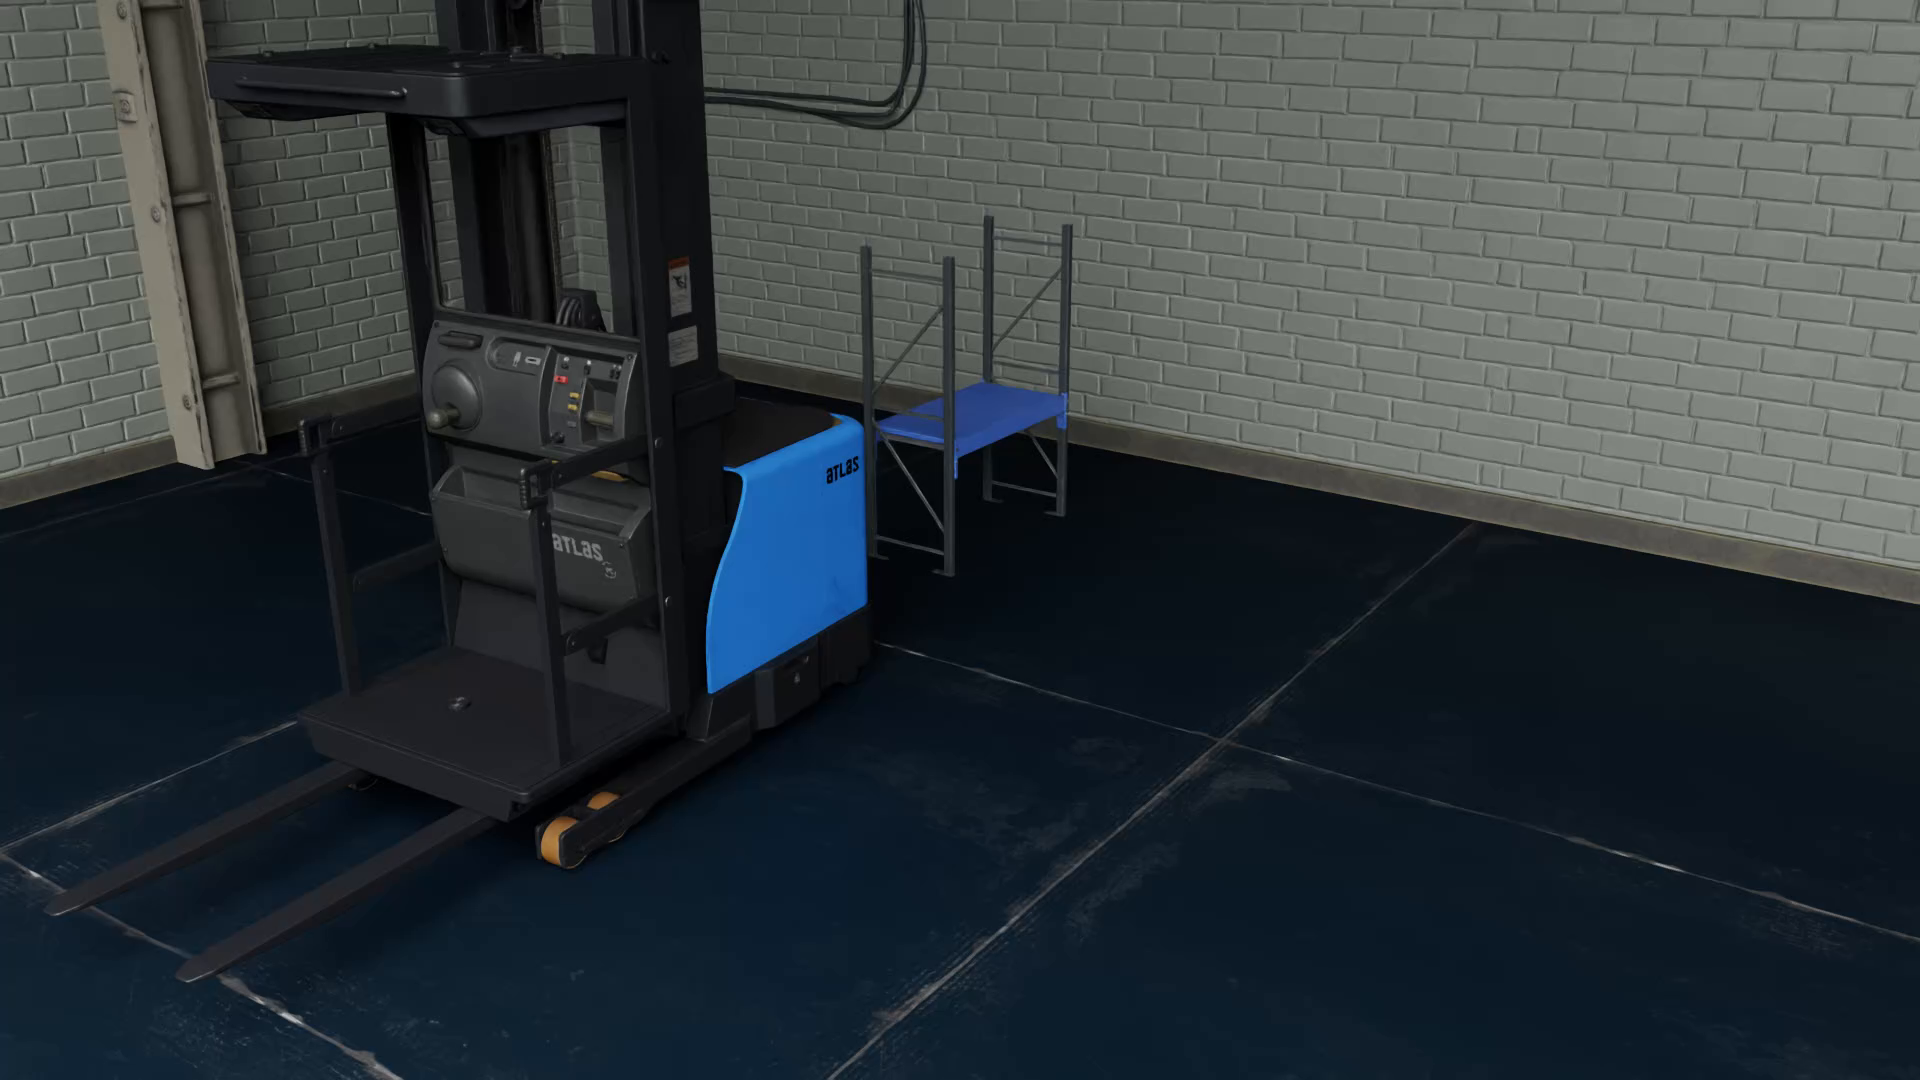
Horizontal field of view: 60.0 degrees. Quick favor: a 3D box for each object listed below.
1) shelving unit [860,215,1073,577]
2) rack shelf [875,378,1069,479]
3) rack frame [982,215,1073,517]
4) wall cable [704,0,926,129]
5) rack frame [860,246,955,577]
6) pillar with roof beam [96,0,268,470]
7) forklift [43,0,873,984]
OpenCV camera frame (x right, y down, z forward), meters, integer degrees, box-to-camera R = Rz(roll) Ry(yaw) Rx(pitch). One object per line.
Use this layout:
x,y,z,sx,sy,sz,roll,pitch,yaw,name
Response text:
0.048,-0.728,8.071,0.538,1.500,1.048,13,24,32,shelving unit
0.048,-0.559,8.133,0.538,0.185,1.000,13,24,32,rack shelf
0.334,-0.874,8.465,0.500,1.500,0.032,13,24,32,rack frame
-1.494,-3.831,10.127,3.097,2.526,0.112,13,24,32,wall cable
-0.238,-0.582,7.677,0.500,1.500,0.032,13,24,32,rack frame
-0.683,-3.860,5.730,9.100,9.000,0.400,13,24,32,pillar with roof beam
-1.553,-0.494,5.375,1.130,2.935,3.031,12,23,29,forklift
